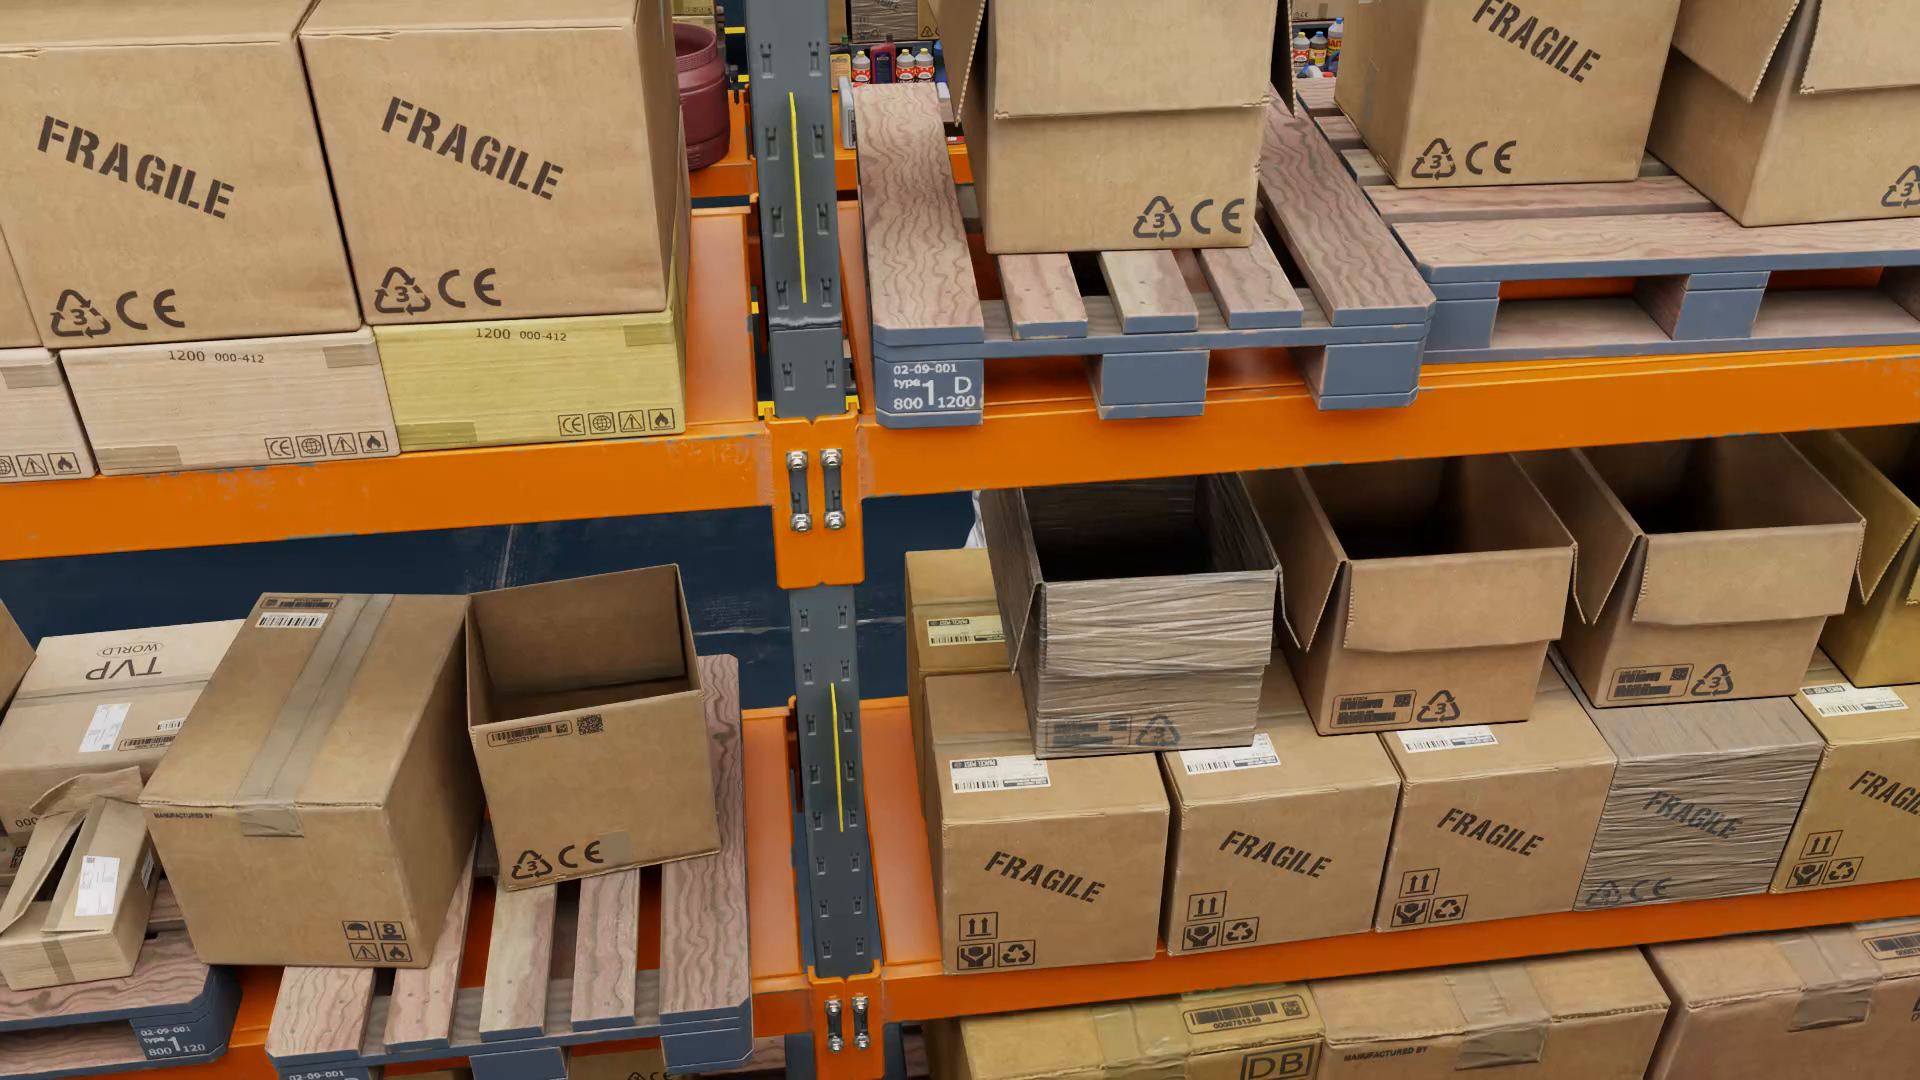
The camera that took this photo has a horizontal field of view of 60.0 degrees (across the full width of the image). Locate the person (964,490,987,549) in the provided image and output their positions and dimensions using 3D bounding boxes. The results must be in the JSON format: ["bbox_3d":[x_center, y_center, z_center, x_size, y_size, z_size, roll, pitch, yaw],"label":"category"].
[{"bbox_3d":[0.194,0.152,5.907,0.432,1.679,0.486,-4,35,-6],"label":"person"}]
